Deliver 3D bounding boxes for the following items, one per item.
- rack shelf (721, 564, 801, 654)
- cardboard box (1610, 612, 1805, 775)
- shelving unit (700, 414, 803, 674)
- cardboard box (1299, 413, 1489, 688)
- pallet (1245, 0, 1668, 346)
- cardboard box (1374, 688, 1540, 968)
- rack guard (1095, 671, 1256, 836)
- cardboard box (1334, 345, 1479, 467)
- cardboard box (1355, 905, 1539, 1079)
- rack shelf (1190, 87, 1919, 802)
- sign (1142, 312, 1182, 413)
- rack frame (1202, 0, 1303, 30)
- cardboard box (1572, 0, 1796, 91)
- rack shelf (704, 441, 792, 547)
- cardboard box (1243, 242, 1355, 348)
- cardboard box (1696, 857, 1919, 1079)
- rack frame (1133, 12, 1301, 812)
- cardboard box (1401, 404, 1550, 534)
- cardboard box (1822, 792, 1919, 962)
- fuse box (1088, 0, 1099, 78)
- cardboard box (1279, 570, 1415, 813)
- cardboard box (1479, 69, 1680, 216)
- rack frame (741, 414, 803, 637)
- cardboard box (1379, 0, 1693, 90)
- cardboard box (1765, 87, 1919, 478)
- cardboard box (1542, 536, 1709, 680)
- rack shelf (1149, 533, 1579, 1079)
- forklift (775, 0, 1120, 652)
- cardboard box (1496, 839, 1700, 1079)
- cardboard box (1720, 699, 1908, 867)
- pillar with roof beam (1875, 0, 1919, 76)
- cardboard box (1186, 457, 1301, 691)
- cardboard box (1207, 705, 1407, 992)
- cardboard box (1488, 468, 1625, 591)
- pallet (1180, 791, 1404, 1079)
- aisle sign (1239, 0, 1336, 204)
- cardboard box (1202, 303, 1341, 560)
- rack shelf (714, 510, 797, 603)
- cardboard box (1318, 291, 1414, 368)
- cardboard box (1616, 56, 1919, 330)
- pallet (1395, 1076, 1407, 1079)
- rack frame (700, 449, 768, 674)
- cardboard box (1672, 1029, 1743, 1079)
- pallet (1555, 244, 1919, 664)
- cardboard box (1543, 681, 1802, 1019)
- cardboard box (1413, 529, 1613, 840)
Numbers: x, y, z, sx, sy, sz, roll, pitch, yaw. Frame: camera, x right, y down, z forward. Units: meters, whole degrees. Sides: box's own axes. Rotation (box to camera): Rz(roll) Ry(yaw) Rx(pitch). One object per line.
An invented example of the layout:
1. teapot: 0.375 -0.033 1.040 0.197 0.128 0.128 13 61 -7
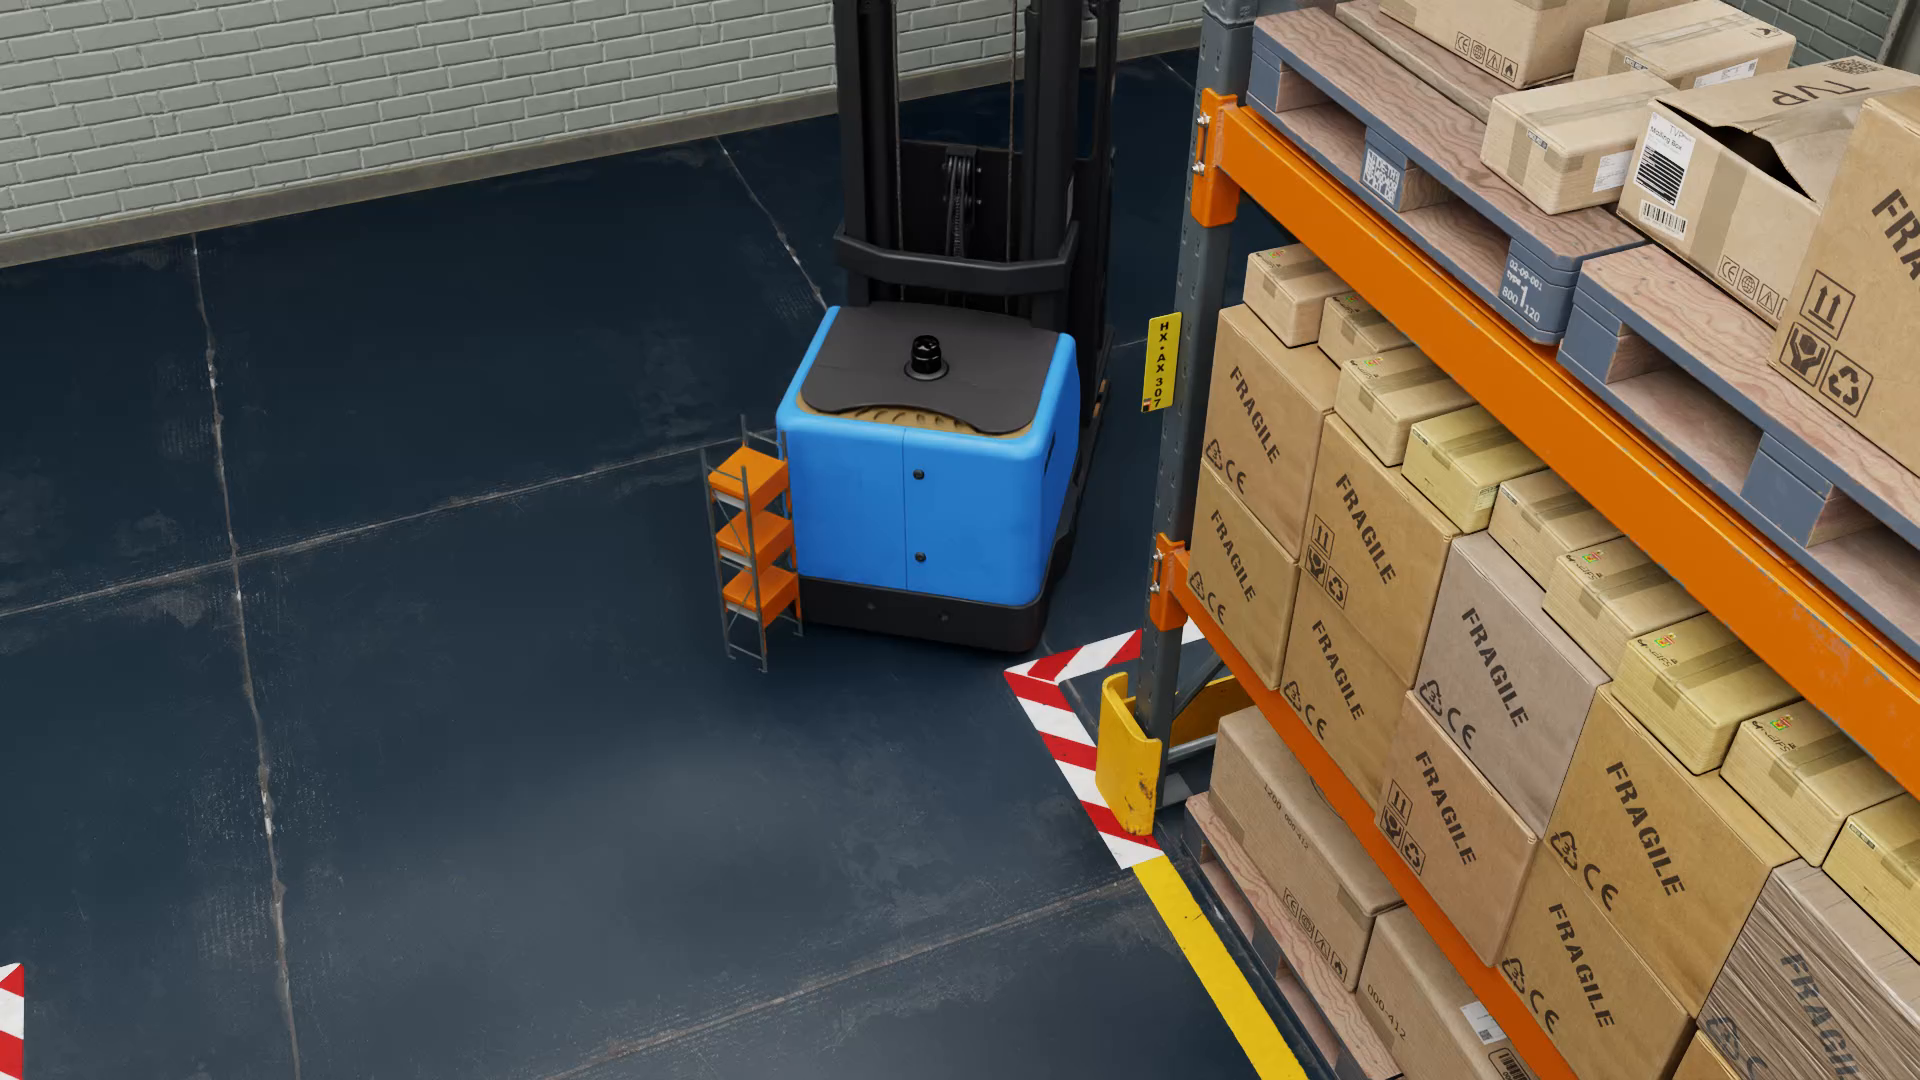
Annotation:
1. rack shelf: -0.790 0.252 6.594 0.215 0.259 0.240 21 45 23
2. cardboard box: 1.533 0.276 3.288 0.380 0.149 0.250 -16 43 -18
3. shelving unit: -0.790 0.034 6.405 0.215 1.050 0.252 21 45 23
4. cardboard box: 1.223 -0.036 4.148 0.500 0.500 0.500 -16 43 -18
5. pallet: 1.392 -0.948 3.819 1.003 0.211 1.213 -15 43 -17
6. cardboard box: 1.414 0.643 4.125 0.500 0.500 0.500 -15 43 -17
7. rack guard: 1.089 0.645 6.117 1.175 0.500 0.348 -15 43 -17
8. cardboard box: 1.138 -0.344 4.008 0.380 0.149 0.250 -14 43 -16
9. cardboard box: 1.801 1.445 4.912 0.875 0.438 0.875 -14 43 -16
10. rack shelf: 1.864 0.051 3.141 1.077 0.370 4.000 -15 43 -17
11. sign: 0.583 -0.512 4.820 0.100 0.325 0.005 -15 43 -17
12. rack frame: 1.098 -2.563 3.329 1.000 3.000 0.127 -15 43 -17
13. cardboard box: 1.588 -1.047 3.660 0.380 0.149 0.250 -18 44 -20
14. rack shelf: -0.791 -0.173 6.226 0.215 0.259 0.240 21 45 23
15. cardboard box: 0.978 -0.669 4.386 0.380 0.149 0.250 -14 43 -16
16. cardboard box: 1.803 0.876 3.087 0.500 0.500 0.500 -15 43 -16
17. rack frame: 1.098 -0.289 5.285 1.000 3.000 0.127 -15 43 -17
18. cardboard box: 1.255 -0.190 3.829 0.380 0.149 0.250 -16 43 -18
19. cardboard box: 1.786 0.566 2.950 0.380 0.149 0.250 -16 43 -18
20. fuse box: 0.916 -3.627 10.156 0.539 1.711 0.414 -15 43 -17
21. cardboard box: 1.236 0.332 4.487 0.500 0.500 0.500 -16 43 -17
22. cardboard box: 1.302 -0.815 3.391 0.380 0.149 0.250 -14 43 -15
23. rack frame: -0.728 -0.035 6.484 0.200 1.050 0.008 21 45 23
24. cardboard box: 1.354 -1.318 3.897 0.500 0.250 0.500 -19 44 -21
25. cardboard box: 1.731 -0.409 2.649 0.500 0.500 0.500 -14 43 -16
26. cardboard box: 1.461 0.116 3.473 0.380 0.149 0.250 -15 43 -16
27. rack shelf: 1.864 1.189 4.119 1.077 0.370 4.000 -15 43 -17
28. forklift: 0.107 -1.634 6.902 1.130 2.935 3.031 8 41 9
29. cardboard box: 1.621 0.940 3.779 0.500 0.500 0.500 -14 43 -15
30. cardboard box: 1.678 0.422 3.118 0.380 0.149 0.250 -15 43 -17
31. pillar with roof beam: 1.507 -4.579 5.673 9.100 9.000 0.400 -15 43 -17
32. cardboard box: 1.017 0.034 4.833 0.500 0.500 0.500 -15 43 -17
33. cardboard box: 1.443 0.896 5.550 0.875 0.438 0.875 -17 43 -18
34. cardboard box: 1.405 -0.044 3.660 0.380 0.149 0.250 -15 43 -16
35. pallet: 1.477 1.231 5.657 1.003 0.211 1.213 -15 43 -17
36. aisle sign: 0.803 -1.245 4.404 0.394 0.787 0.004 -15 43 -17
37. cardboard box: 1.019 -0.346 4.508 0.500 0.500 0.500 -16 43 -18
38. rack shelf: -0.790 0.042 6.412 0.215 0.259 0.240 21 45 23
39. cardboard box: 1.144 -0.529 4.223 0.380 0.149 0.250 -14 43 -16
40. cardboard box: 1.625 -0.675 3.104 0.500 0.311 0.500 -14 43 -16
41. pallet: 1.939 1.964 4.804 1.003 0.211 1.213 -15 43 -17
42. rack frame: -0.853 0.102 6.326 0.200 1.050 0.008 21 45 23
43. cardboard box: 1.807 1.259 3.408 0.500 0.500 0.500 -16 43 -17
44. pallet: 1.862 -0.212 2.964 1.003 0.211 1.213 -15 43 -17
45. cardboard box: 1.619 0.572 3.440 0.500 0.500 0.500 -15 43 -17
46. cardboard box: 1.427 0.272 3.790 0.500 0.500 0.500 -15 43 -17
